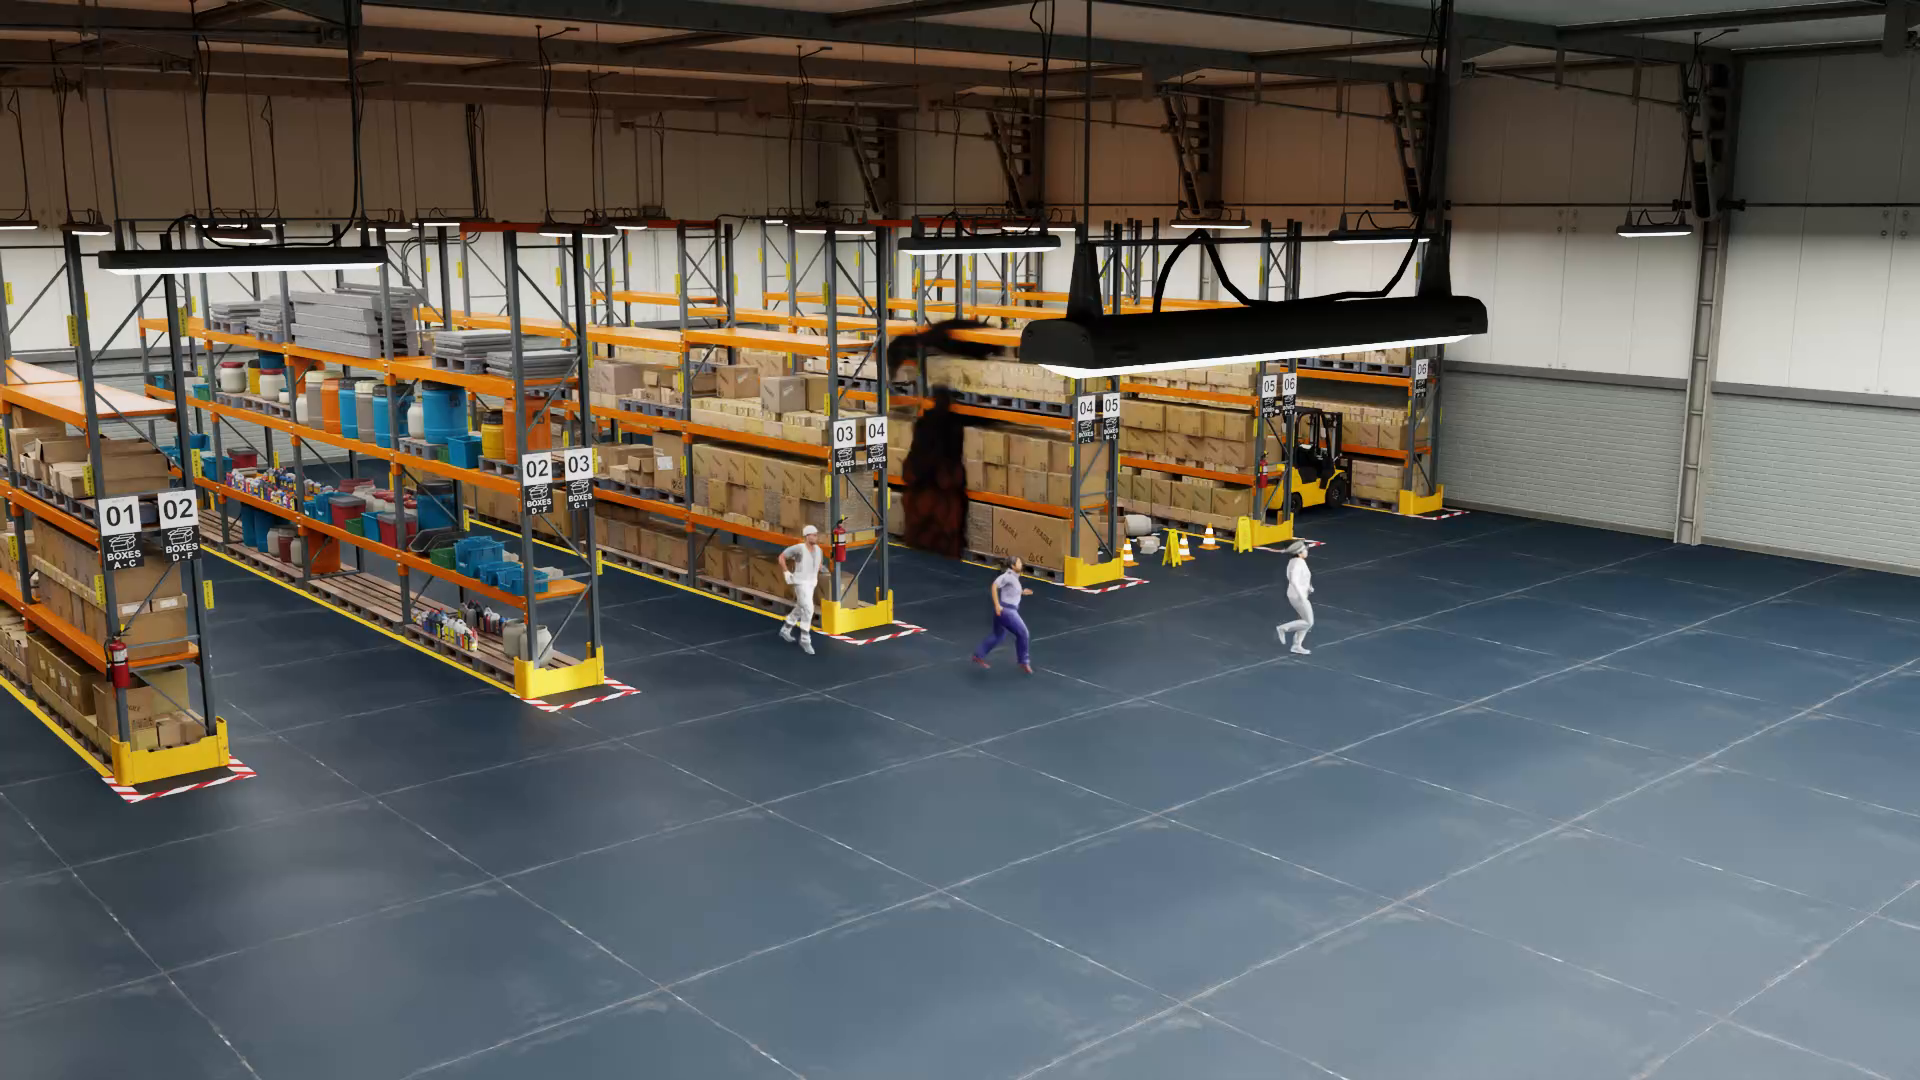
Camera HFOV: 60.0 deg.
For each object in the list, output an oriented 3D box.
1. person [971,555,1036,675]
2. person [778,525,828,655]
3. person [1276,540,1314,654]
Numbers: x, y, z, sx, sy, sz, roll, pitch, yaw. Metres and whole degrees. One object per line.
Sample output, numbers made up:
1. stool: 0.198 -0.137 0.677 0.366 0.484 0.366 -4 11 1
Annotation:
1. person: 0.591 1.032 22.679 0.891 1.694 0.627 0 11 0
2. person: -2.262 0.670 24.068 0.843 1.794 0.686 8 14 35
3. person: 4.784 0.820 23.704 0.550 1.656 0.658 0 11 2
